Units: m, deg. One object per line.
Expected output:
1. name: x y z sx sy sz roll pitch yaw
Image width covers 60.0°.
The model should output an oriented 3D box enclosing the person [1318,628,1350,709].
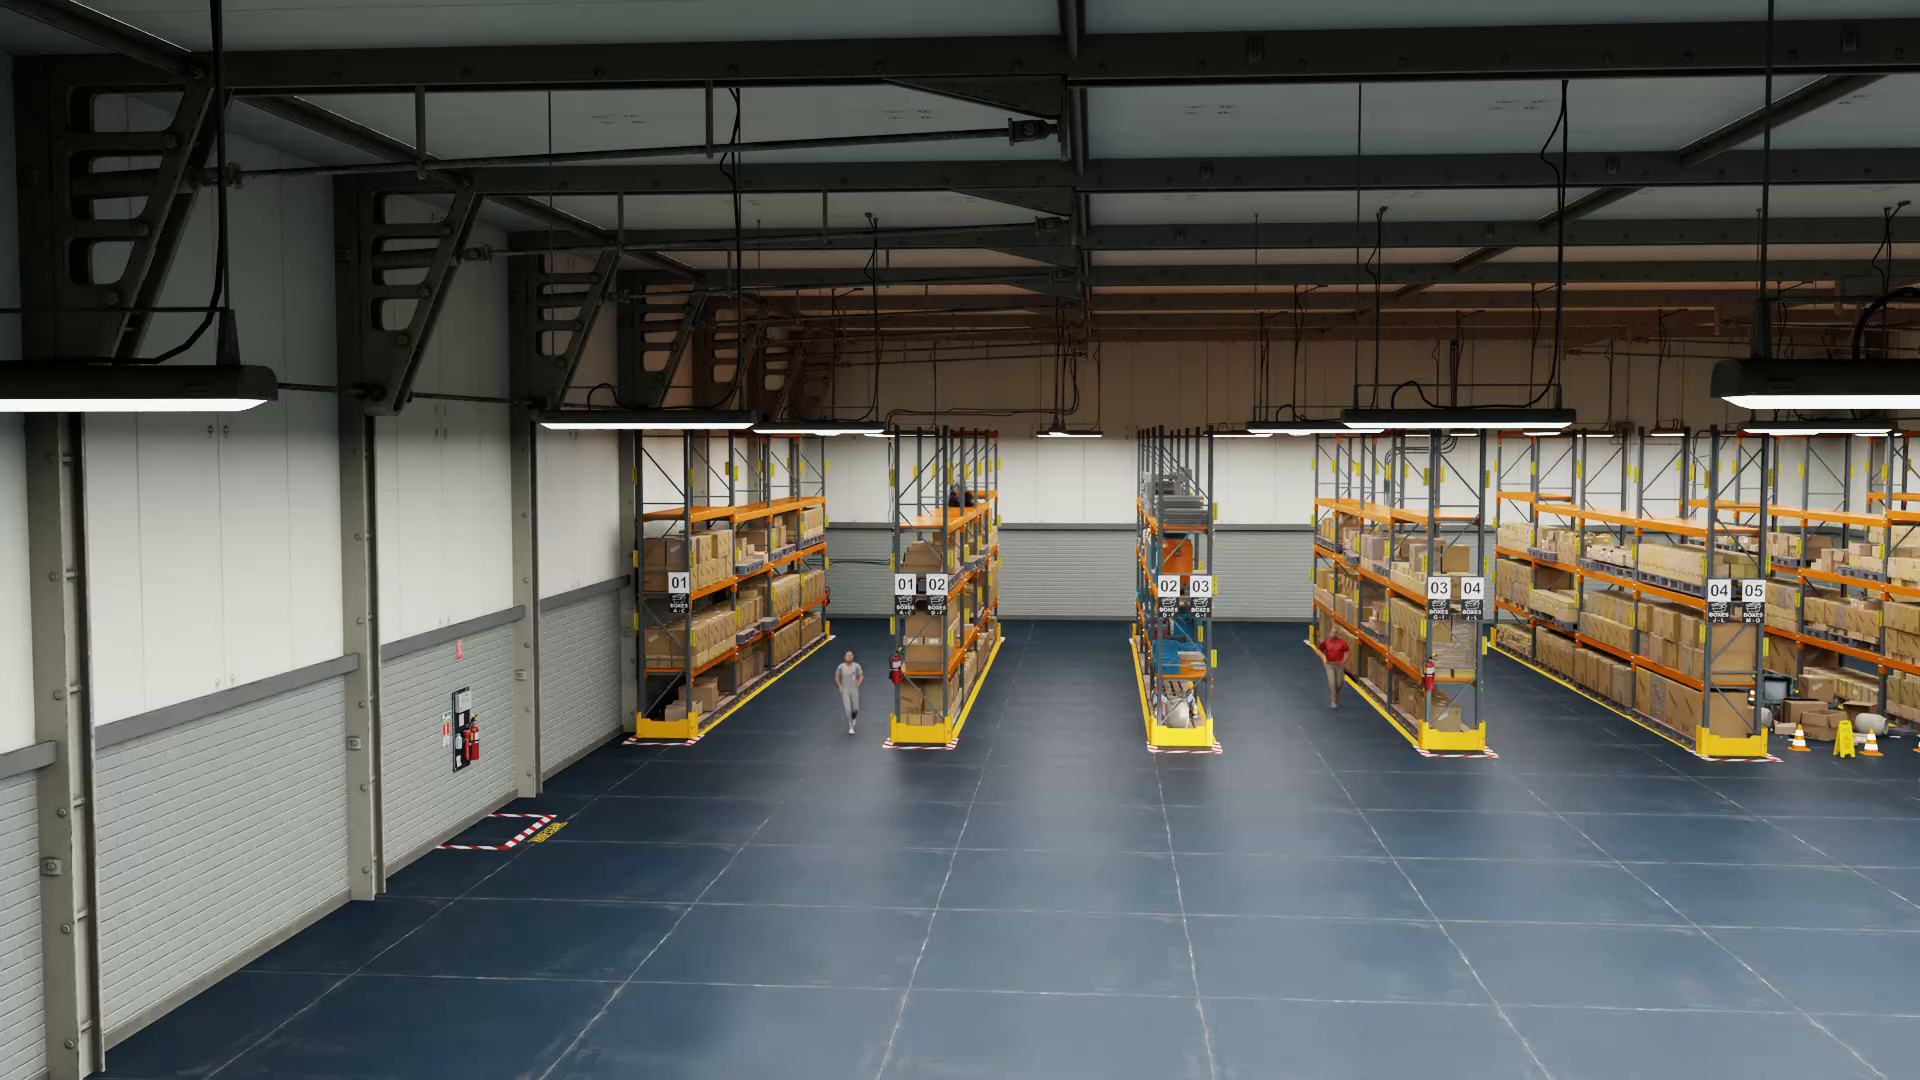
1. person: 8.033 2.727 35.709 0.679 1.698 0.834 0 3 7

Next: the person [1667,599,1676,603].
1. person: 20.251 2.041 47.256 0.918 1.675 0.668 1 4 21

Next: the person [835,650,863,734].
1. person: -2.170 2.951 32.529 0.555 1.626 0.621 0 3 -6
